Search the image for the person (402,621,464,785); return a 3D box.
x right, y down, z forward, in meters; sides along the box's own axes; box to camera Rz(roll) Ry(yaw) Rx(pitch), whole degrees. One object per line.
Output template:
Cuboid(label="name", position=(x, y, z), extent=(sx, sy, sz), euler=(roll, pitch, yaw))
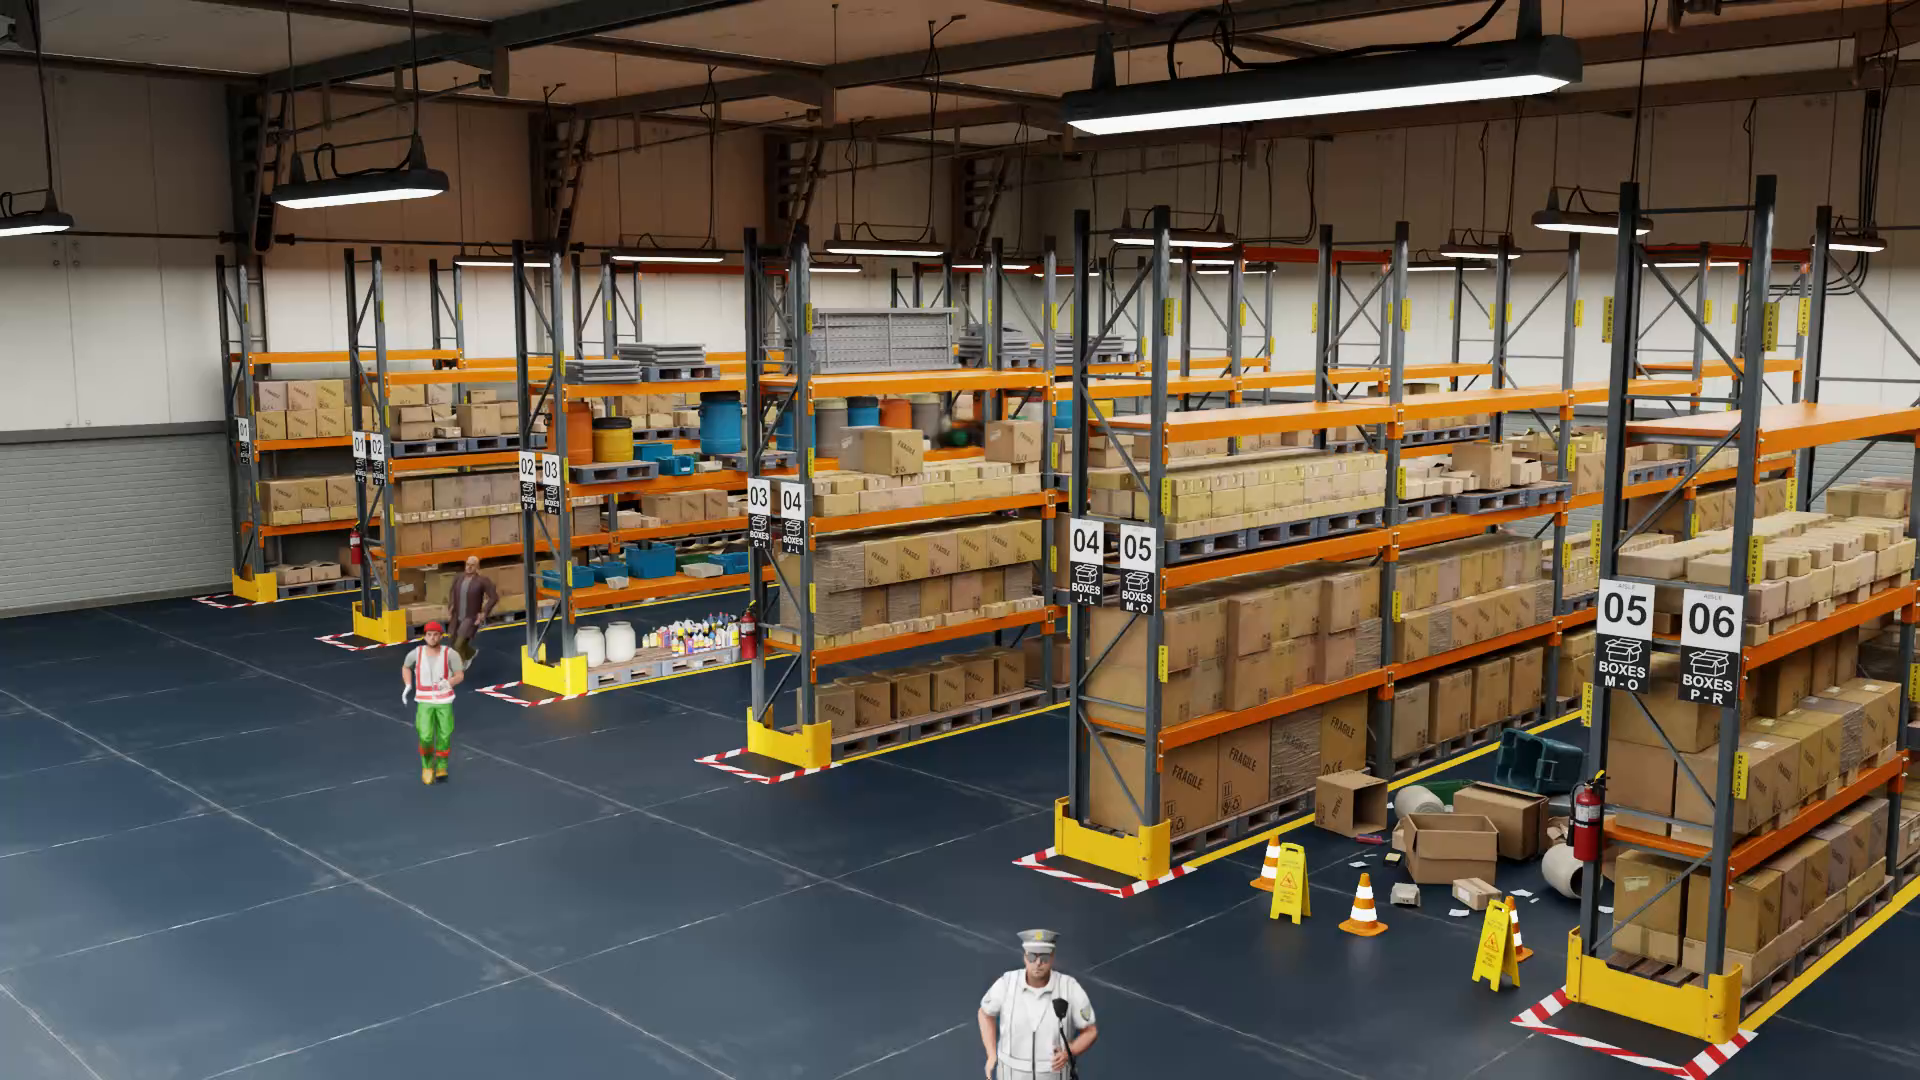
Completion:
Cuboid(label="person", position=(-5.655, 1.758, 17.883), extent=(0.646, 1.775, 0.685), euler=(-3, 8, -17))

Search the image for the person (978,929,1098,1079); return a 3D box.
Cuboid(label="person", position=(0.428, 2.994, 9.284), extent=(0.676, 1.751, 0.885), euler=(1, 8, 4))

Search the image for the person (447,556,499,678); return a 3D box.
Cuboid(label="person", position=(-6.704, 1.080, 22.843), extent=(0.763, 1.735, 0.835), euler=(3, 8, 18))

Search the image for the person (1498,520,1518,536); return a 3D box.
Cuboid(label="person", position=(10.175, 0.008, 31.163), extent=(0.595, 1.623, 0.711), euler=(-6, 10, -38))
